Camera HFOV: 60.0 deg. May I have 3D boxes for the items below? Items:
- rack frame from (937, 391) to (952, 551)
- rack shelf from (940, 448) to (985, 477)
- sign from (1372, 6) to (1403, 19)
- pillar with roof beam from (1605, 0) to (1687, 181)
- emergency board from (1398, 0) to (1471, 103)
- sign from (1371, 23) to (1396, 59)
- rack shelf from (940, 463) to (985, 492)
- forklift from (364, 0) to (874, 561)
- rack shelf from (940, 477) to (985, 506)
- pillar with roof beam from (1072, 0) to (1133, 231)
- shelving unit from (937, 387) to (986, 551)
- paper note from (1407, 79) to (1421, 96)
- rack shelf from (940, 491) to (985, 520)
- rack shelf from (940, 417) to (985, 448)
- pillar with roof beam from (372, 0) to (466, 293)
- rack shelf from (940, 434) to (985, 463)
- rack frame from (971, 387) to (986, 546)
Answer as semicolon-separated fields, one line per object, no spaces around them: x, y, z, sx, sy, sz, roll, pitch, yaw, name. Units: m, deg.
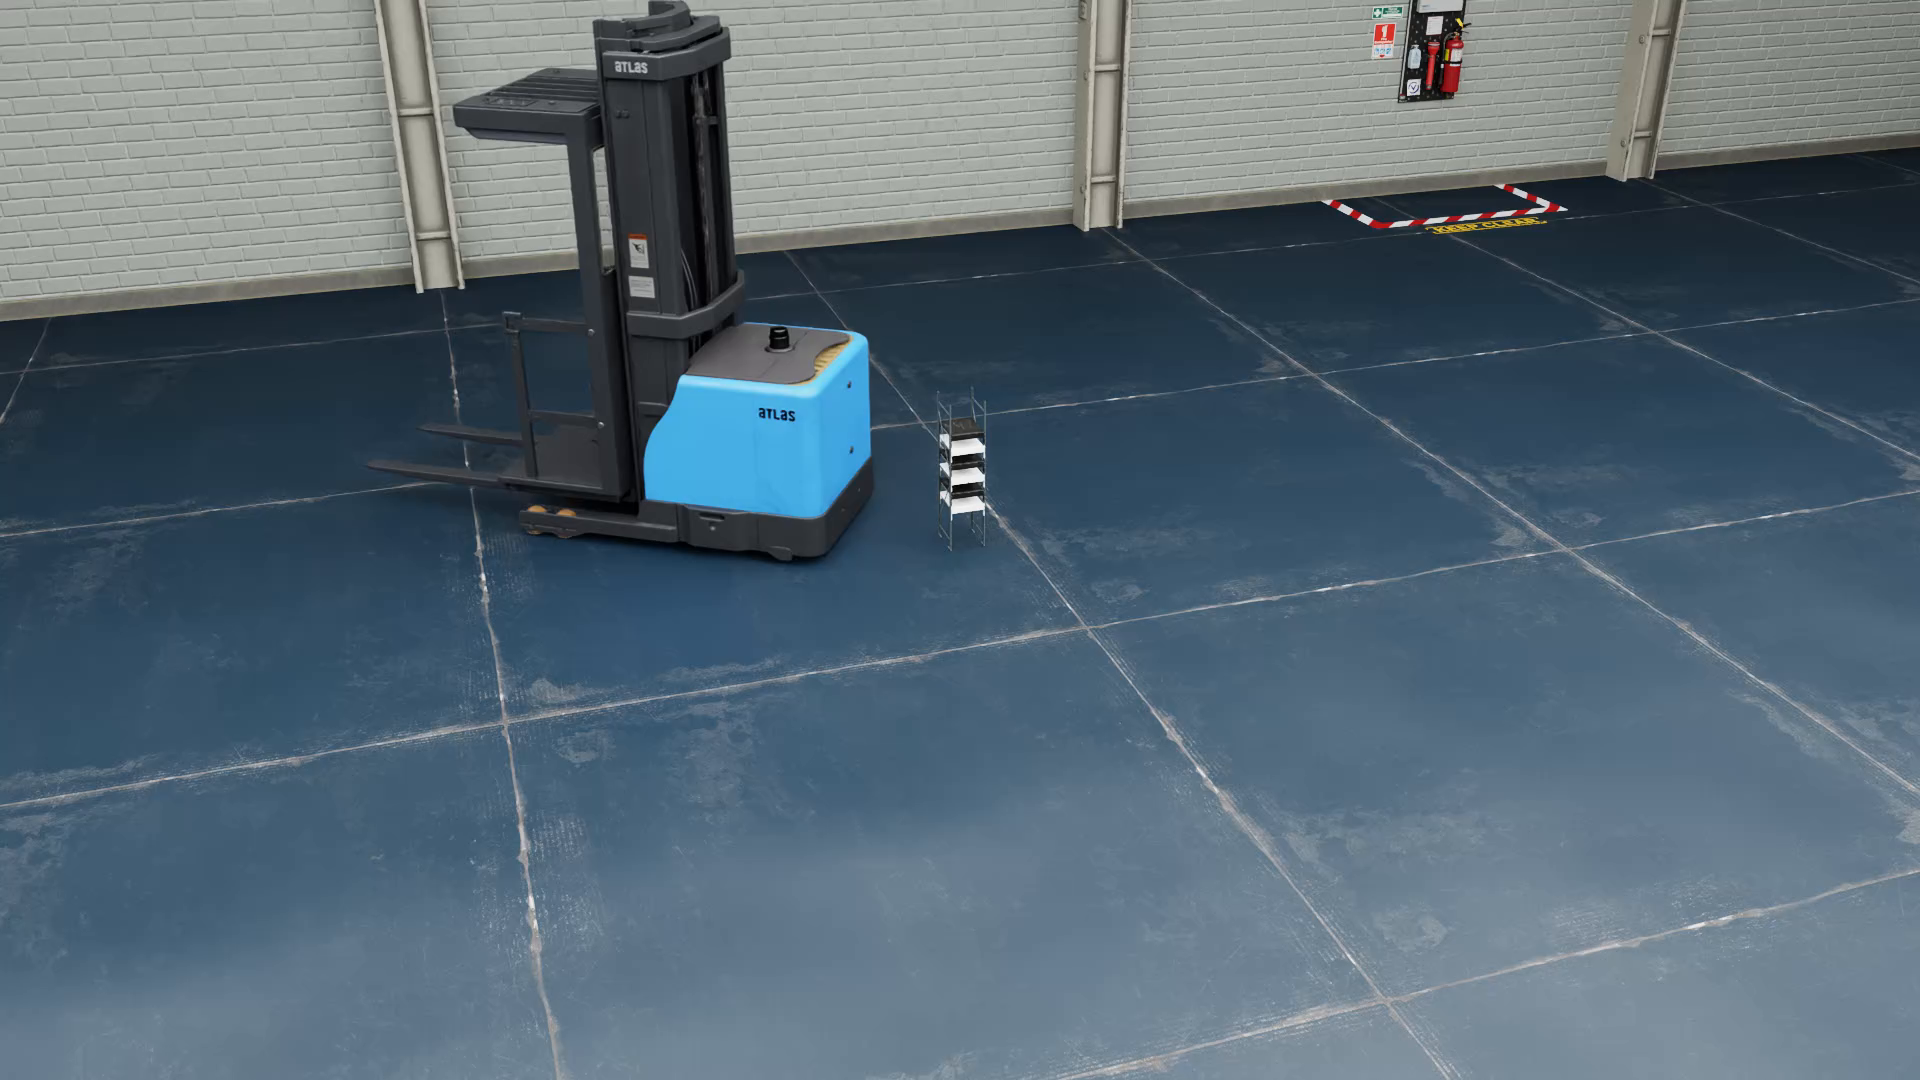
-0.089;-0.390;9.524;0.006;0.900;0.240;-8;28;-16;rack frame
0.008;-0.455;9.527;0.200;0.077;0.258;-8;28;-16;rack shelf
4.092;-5.048;15.908;0.331;0.109;0.001;-8;28;-16;sign
8.338;-6.021;11.758;0.400;9.000;9.100;-8;28;-16;pillar with roof beam
4.643;-4.830;16.106;0.643;1.169;0.194;-8;28;-16;emergency board
4.085;-4.813;16.032;0.234;0.329;0.001;-8;28;-16;sign
0.008;-0.374;9.567;0.200;0.077;0.258;-8;28;-16;rack shelf
-2.103;-1.541;9.557;3.031;2.935;1.130;7;27;13;forklift
0.008;-0.294;9.607;0.200;0.077;0.258;-8;28;-16;rack shelf
2.632;-5.195;10.094;0.400;9.000;9.100;-8;28;-16;pillar with roof beam
0.008;-0.404;9.552;0.210;0.900;0.258;-8;28;-16;shelving unit
4.453;-4.440;16.311;0.142;0.148;0.016;-8;28;-16;paper note
0.008;-0.213;9.647;0.200;0.077;0.258;-8;28;-16;rack shelf
0.008;-0.616;9.447;0.200;0.077;0.258;-8;28;-16;rack shelf
-3.073;-4.369;8.430;0.400;9.000;9.100;-8;28;-16;pillar with roof beam
0.008;-0.536;9.487;0.200;0.077;0.258;-8;28;-16;rack shelf
0.104;-0.418;9.580;0.006;0.900;0.240;-8;28;-16;rack frame
